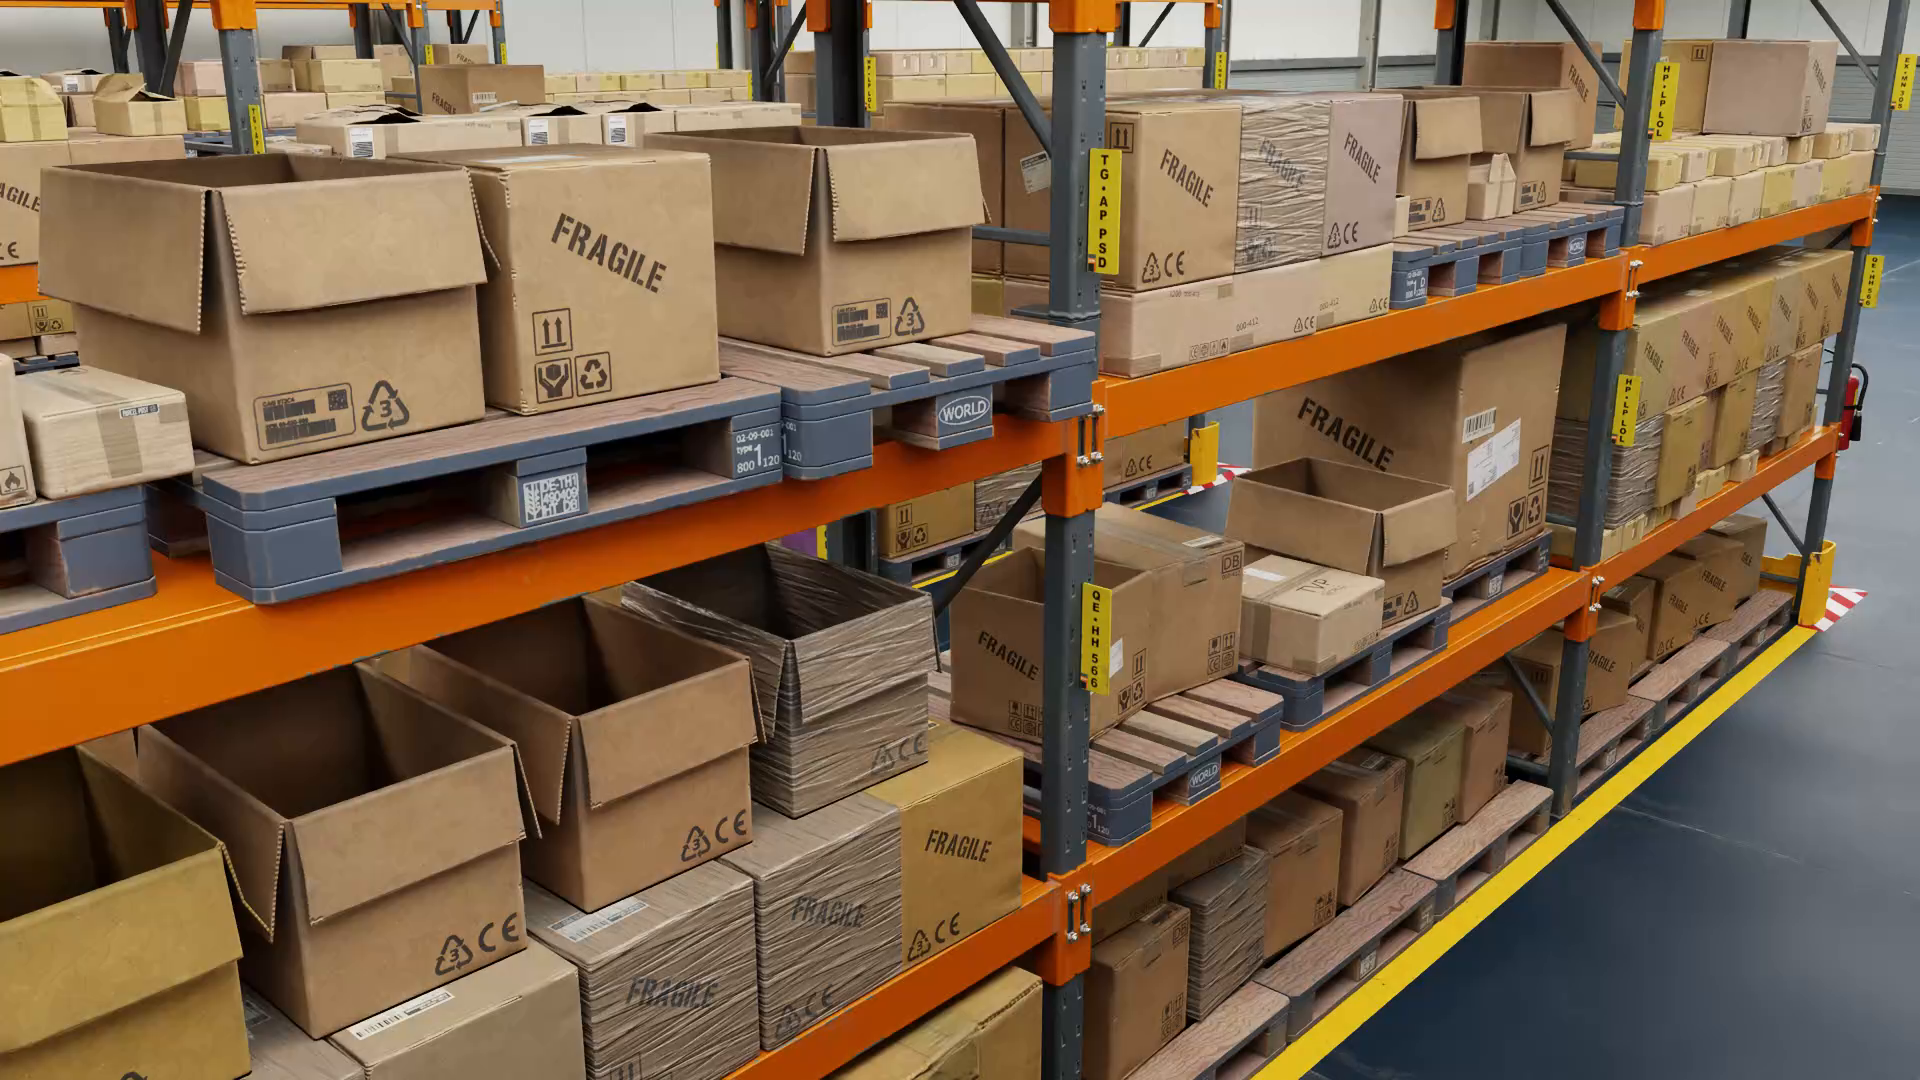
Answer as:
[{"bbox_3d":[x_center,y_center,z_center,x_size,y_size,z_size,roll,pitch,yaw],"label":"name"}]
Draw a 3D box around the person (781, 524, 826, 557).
[{"bbox_3d":[-0.857,0.203,9.431,0.413,1.627,0.330,15,23,41],"label":"person"}]
